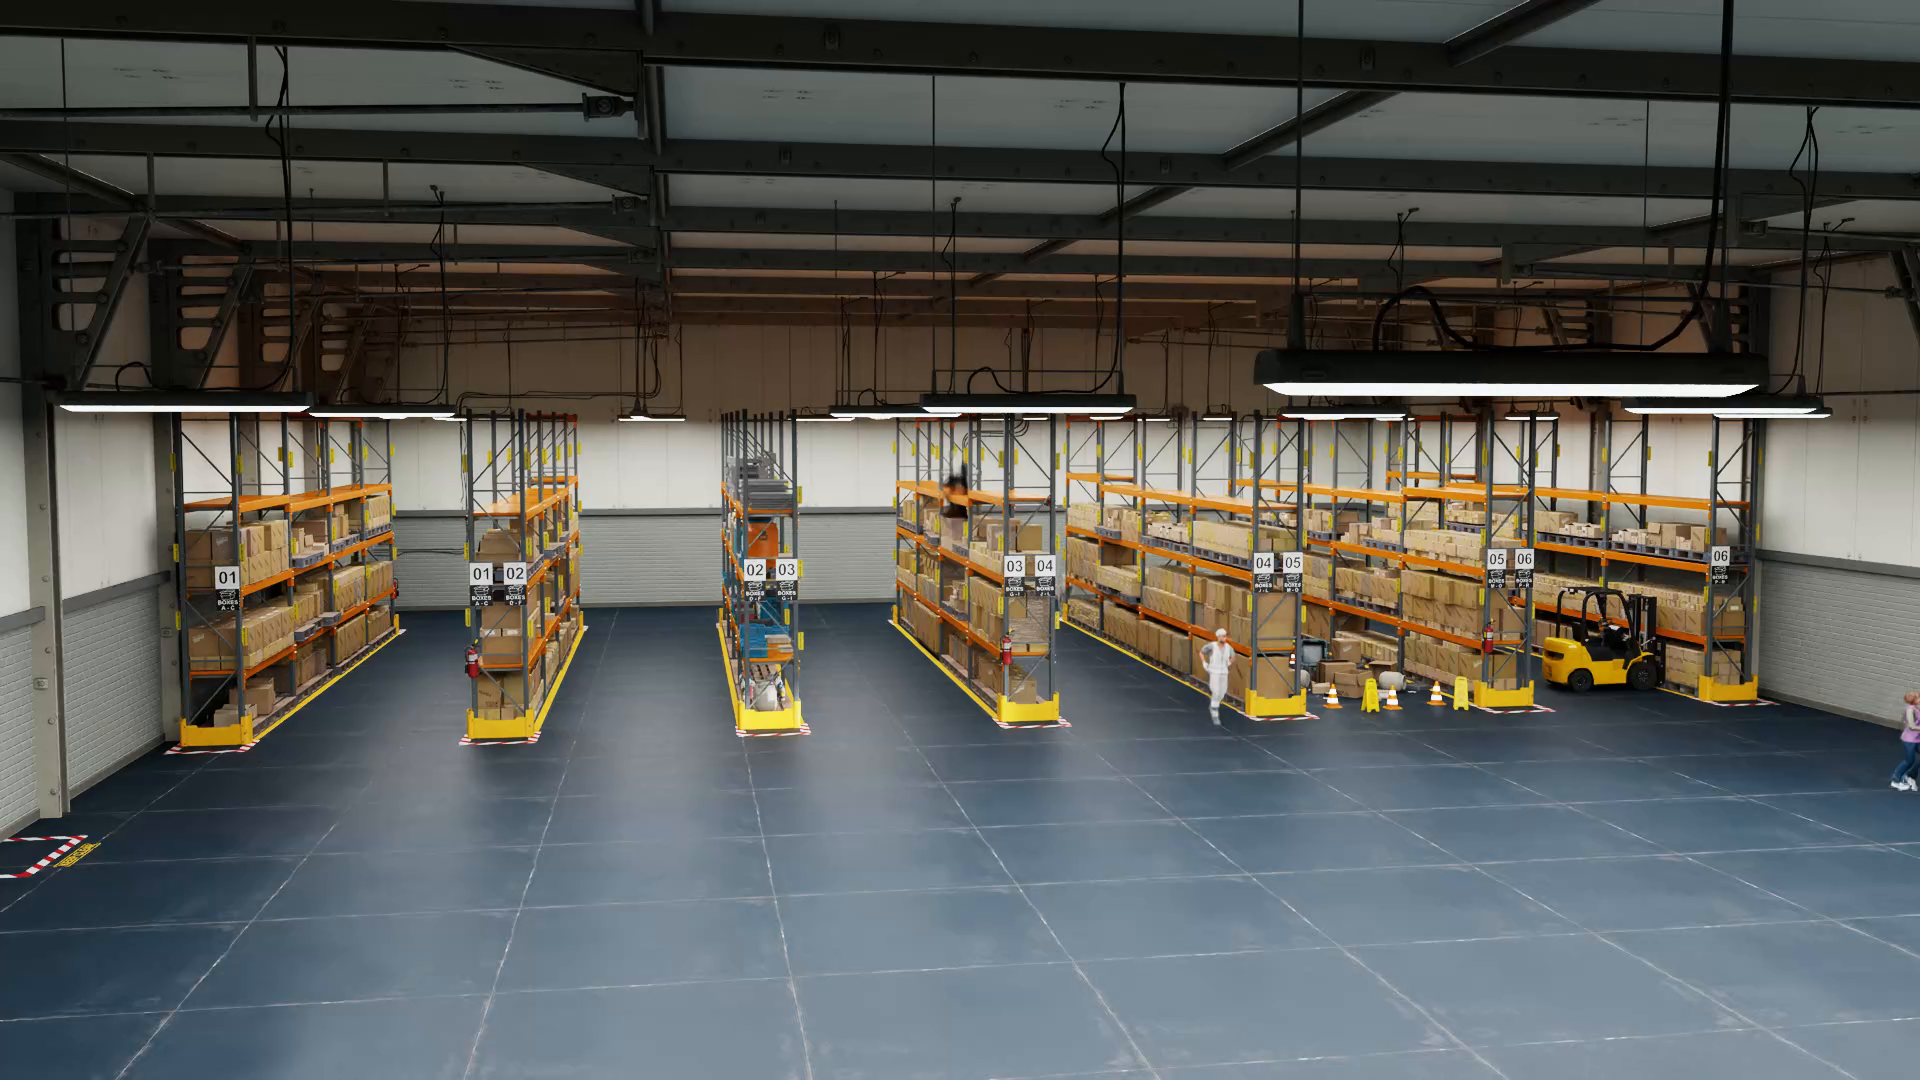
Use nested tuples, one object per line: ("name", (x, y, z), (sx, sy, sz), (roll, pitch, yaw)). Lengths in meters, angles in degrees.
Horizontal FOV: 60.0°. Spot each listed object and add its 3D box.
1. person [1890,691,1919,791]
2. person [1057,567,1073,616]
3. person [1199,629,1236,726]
("person", (14.809, 3.122, 25.810), (0.520, 1.580, 0.632), (-3, 5, -40))
("person", (3.215, 1.462, 49.687), (0.597, 1.662, 0.659), (-2, 5, -30))
("person", (4.998, 2.596, 31.954), (0.670, 1.789, 0.986), (-1, 4, -18))
